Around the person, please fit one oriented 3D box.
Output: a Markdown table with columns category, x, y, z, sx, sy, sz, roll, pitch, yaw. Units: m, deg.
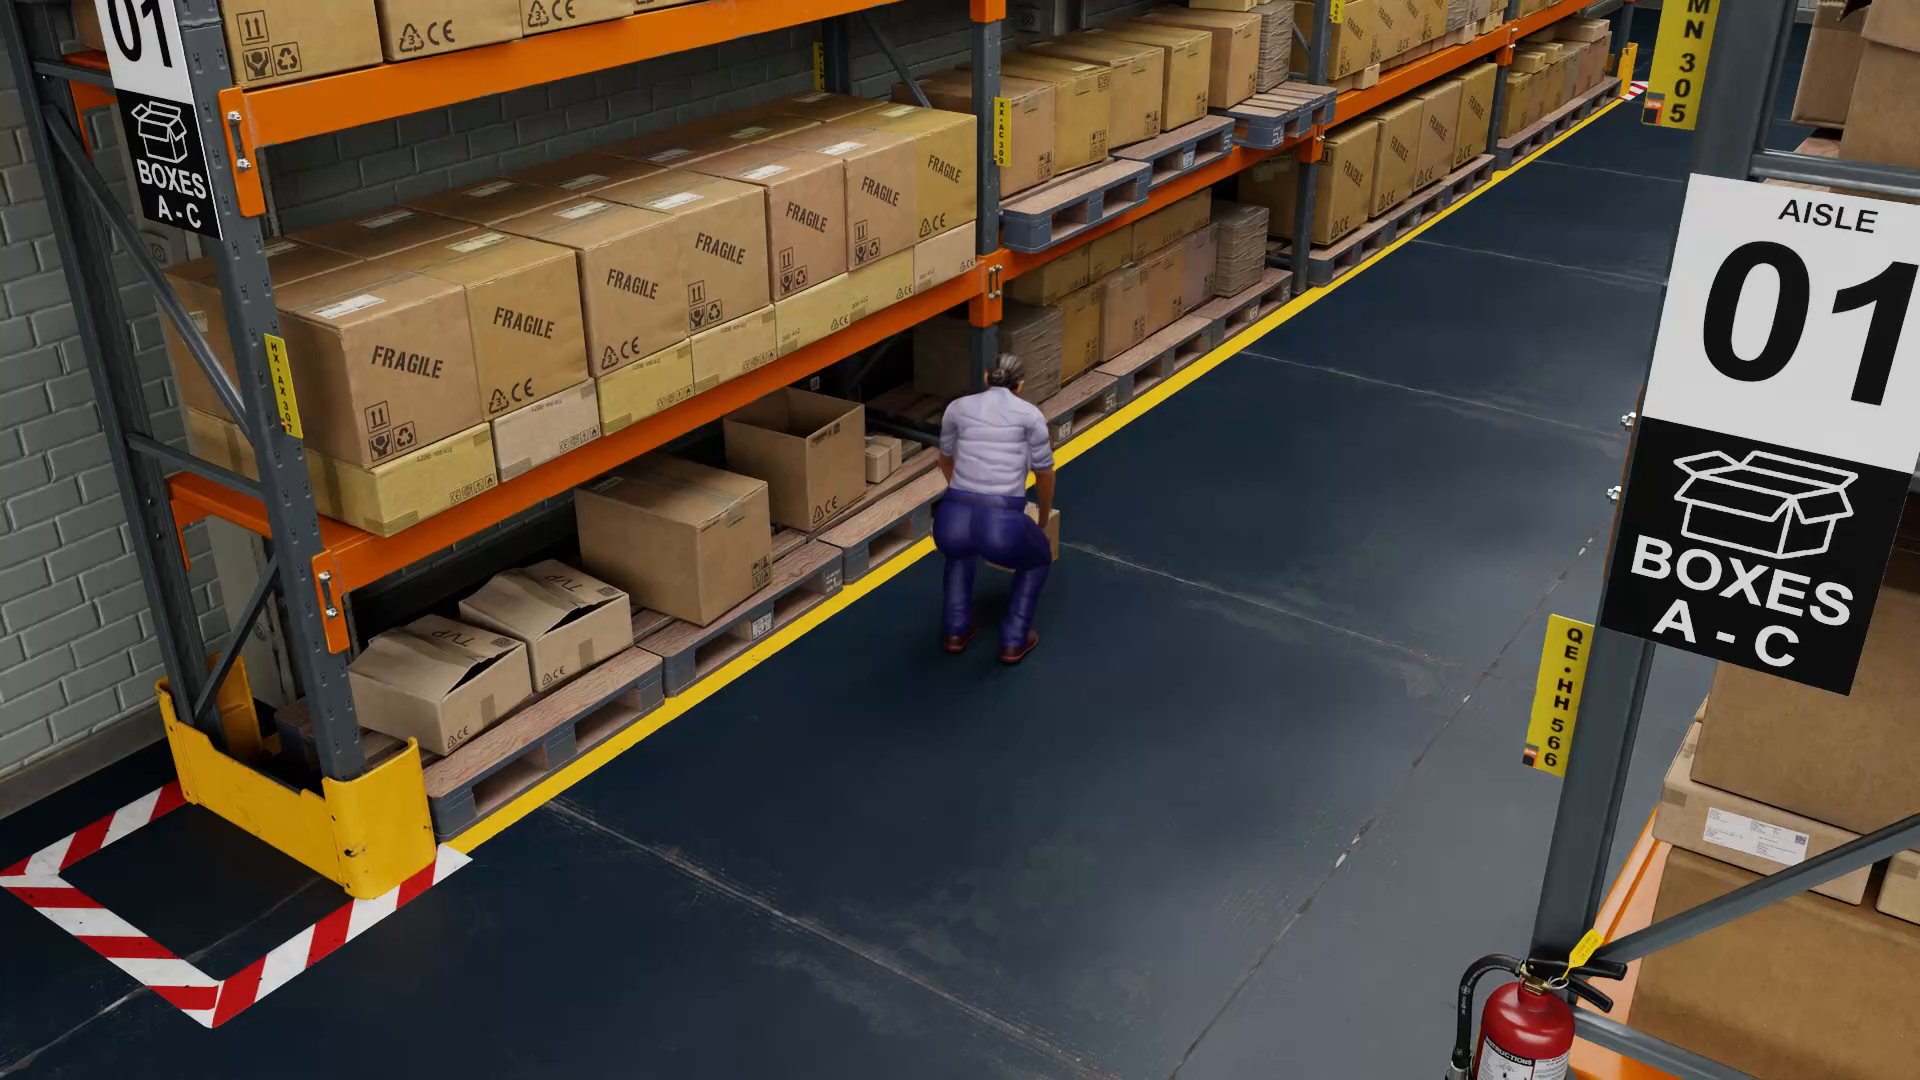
| category | x | y | z | sx | sy | sz | roll | pitch | yaw |
| --- | --- | --- | --- | --- | --- | --- | --- | --- | --- |
| person | 0.119 | -0.150 | 7.268 | 0.536 | 1.226 | 0.702 | 10 | 29 | 18 |
